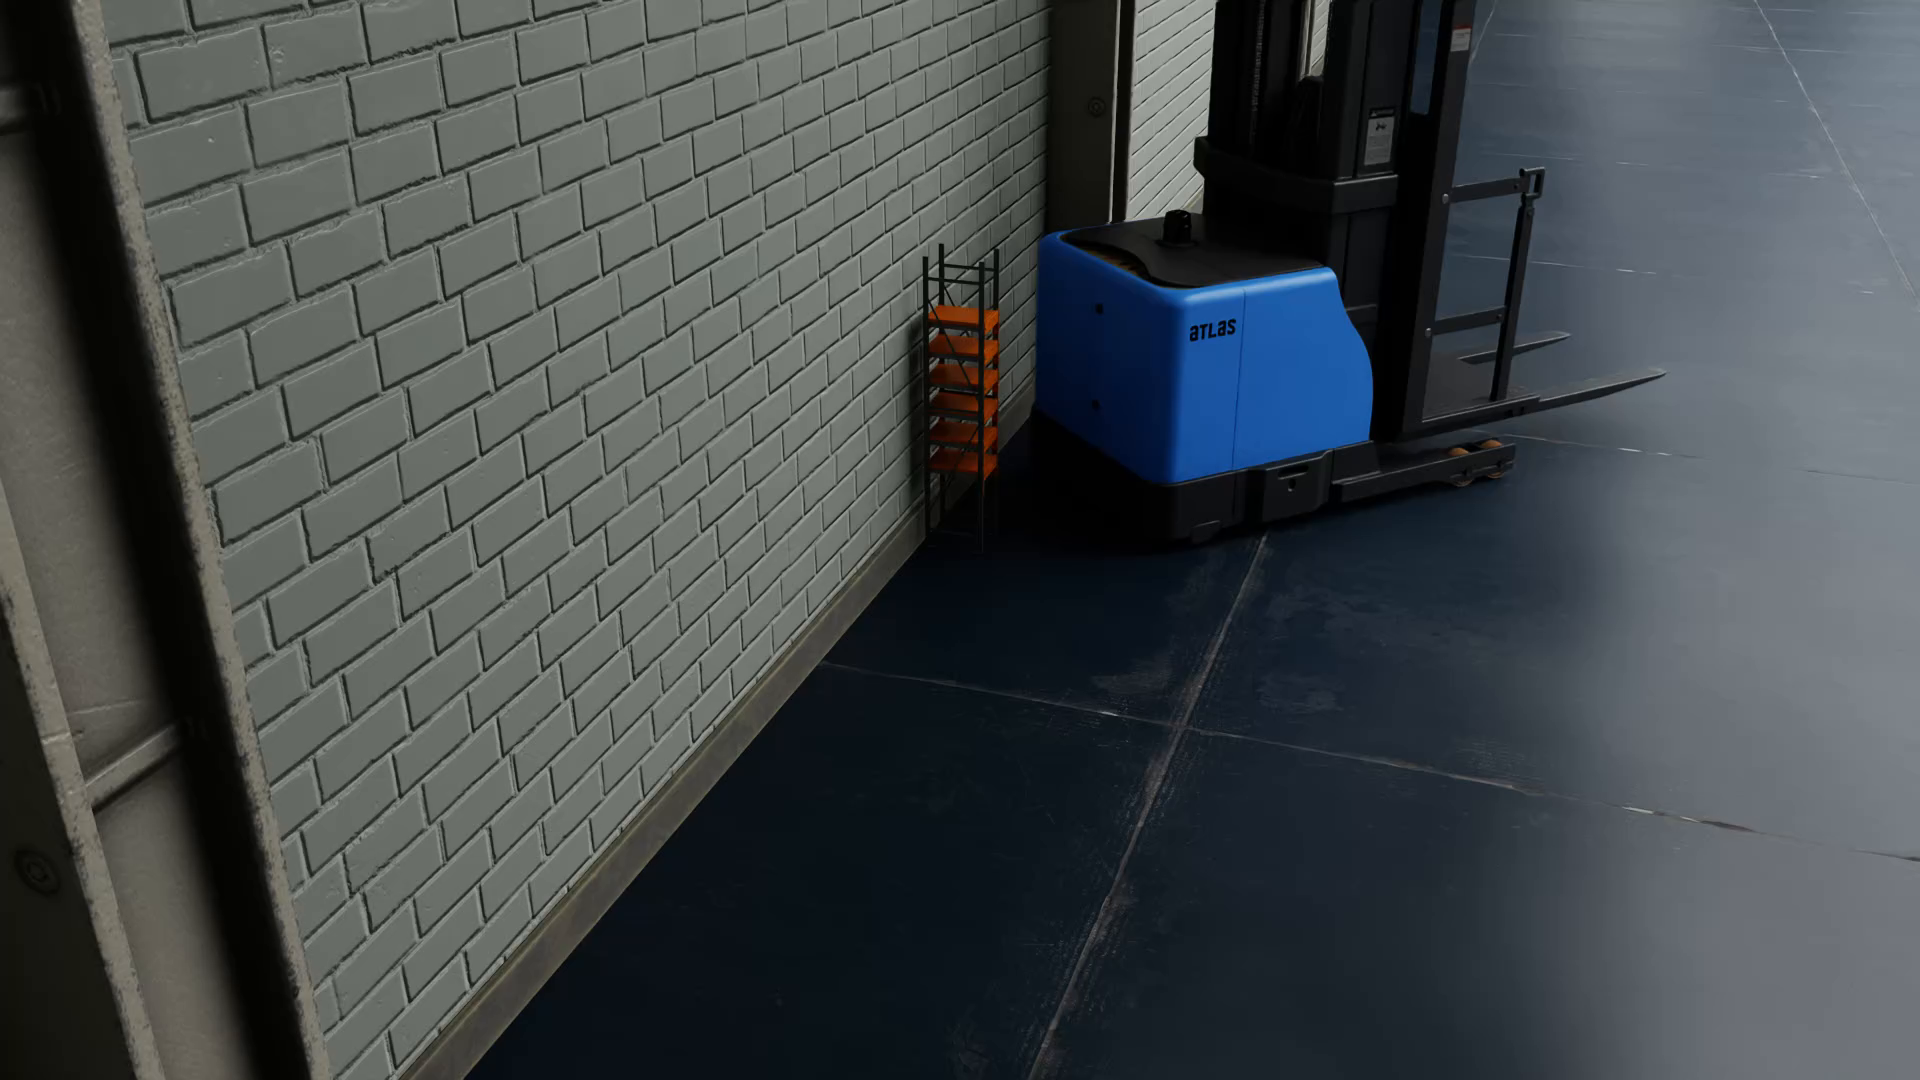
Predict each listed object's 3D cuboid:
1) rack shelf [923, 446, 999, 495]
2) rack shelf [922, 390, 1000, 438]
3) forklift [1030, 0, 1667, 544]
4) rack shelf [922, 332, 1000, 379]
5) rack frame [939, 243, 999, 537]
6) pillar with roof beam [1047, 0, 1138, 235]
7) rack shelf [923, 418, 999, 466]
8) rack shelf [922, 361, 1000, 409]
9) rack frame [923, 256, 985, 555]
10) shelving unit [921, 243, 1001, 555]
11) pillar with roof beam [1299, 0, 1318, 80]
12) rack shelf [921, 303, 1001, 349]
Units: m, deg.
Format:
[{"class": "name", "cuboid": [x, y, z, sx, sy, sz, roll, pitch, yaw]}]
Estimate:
[{"class": "rack shelf", "cuboid": [0.005, -0.278, 6.599, 0.258, 0.103, 0.180, 8, 27, 16]}, {"class": "rack shelf", "cuboid": [0.005, -0.494, 6.495, 0.258, 0.103, 0.180, 8, 27, 16]}, {"class": "forklift", "cuboid": [1.860, -1.740, 6.980, 3.031, 2.935, 1.130, -13, 29, -25]}, {"class": "rack shelf", "cuboid": [0.005, -0.710, 6.390, 0.258, 0.103, 0.180, 8, 27, 16]}, {"class": "rack frame", "cuboid": [0.033, -0.571, 6.553, 0.240, 1.200, 0.006, 8, 27, 16]}, {"class": "pillar with roof beam", "cuboid": [4.676, -4.215, 5.129, 9.100, 9.000, 0.400, 9, 27, 17]}, {"class": "rack shelf", "cuboid": [0.005, -0.386, 6.547, 0.258, 0.103, 0.180, 8, 27, 16]}, {"class": "rack shelf", "cuboid": [0.005, -0.602, 6.442, 0.258, 0.103, 0.180, 8, 27, 16]}, {"class": "rack frame", "cuboid": [-0.024, -0.496, 6.397, 0.240, 1.200, 0.006, 8, 27, 16]}, {"class": "shelving unit", "cuboid": [0.005, -0.534, 6.475, 0.258, 1.200, 0.189, 8, 27, 16]}, {"class": "pillar with roof beam", "cuboid": [6.673, -6.680, 10.221, 9.100, 9.000, 0.400, 9, 27, 17]}, {"class": "rack shelf", "cuboid": [0.005, -0.818, 6.338, 0.258, 0.103, 0.180, 8, 27, 16]}]
